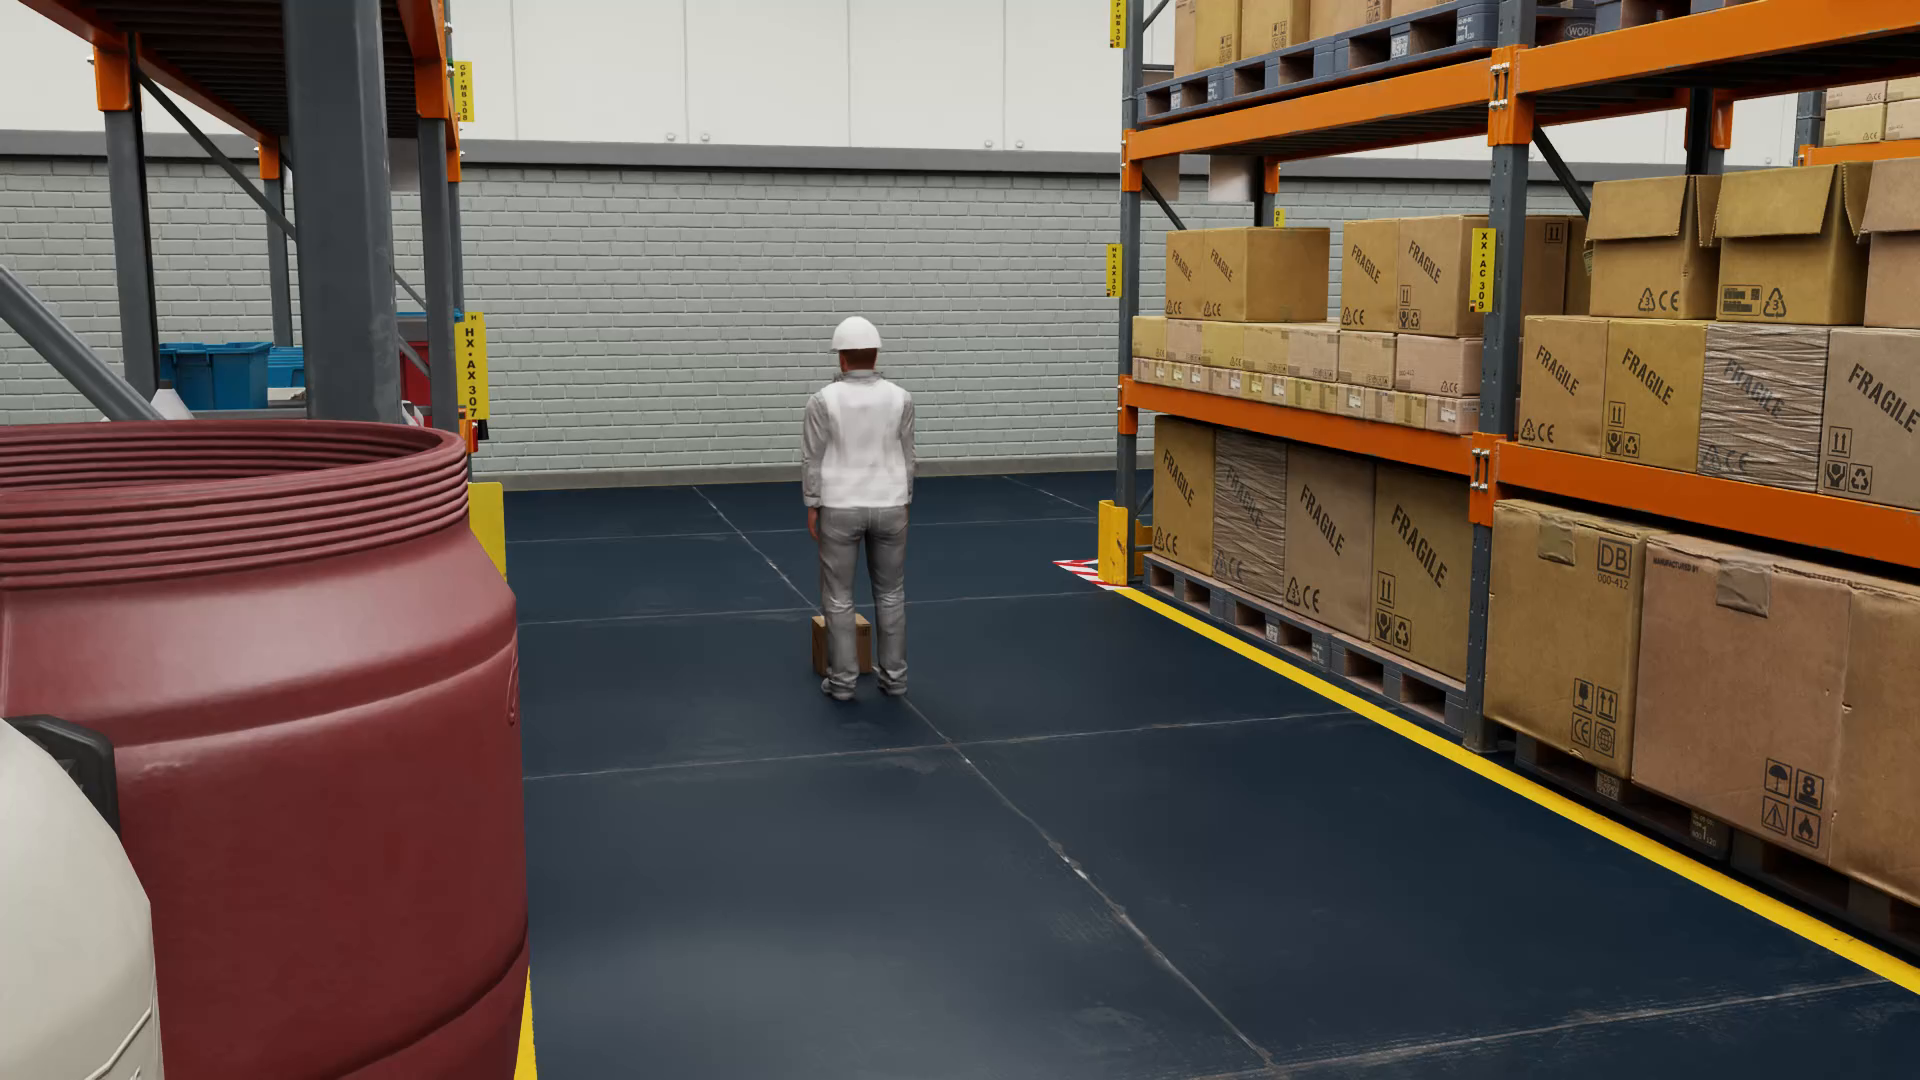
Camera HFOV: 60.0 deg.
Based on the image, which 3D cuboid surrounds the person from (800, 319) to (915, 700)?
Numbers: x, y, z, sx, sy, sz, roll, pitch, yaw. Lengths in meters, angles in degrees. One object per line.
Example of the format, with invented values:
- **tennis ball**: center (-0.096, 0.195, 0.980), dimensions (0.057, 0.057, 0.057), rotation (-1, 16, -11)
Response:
- **person**: center (-0.477, -0.142, 7.734), dimensions (0.538, 1.759, 0.378), rotation (-2, 9, -15)
